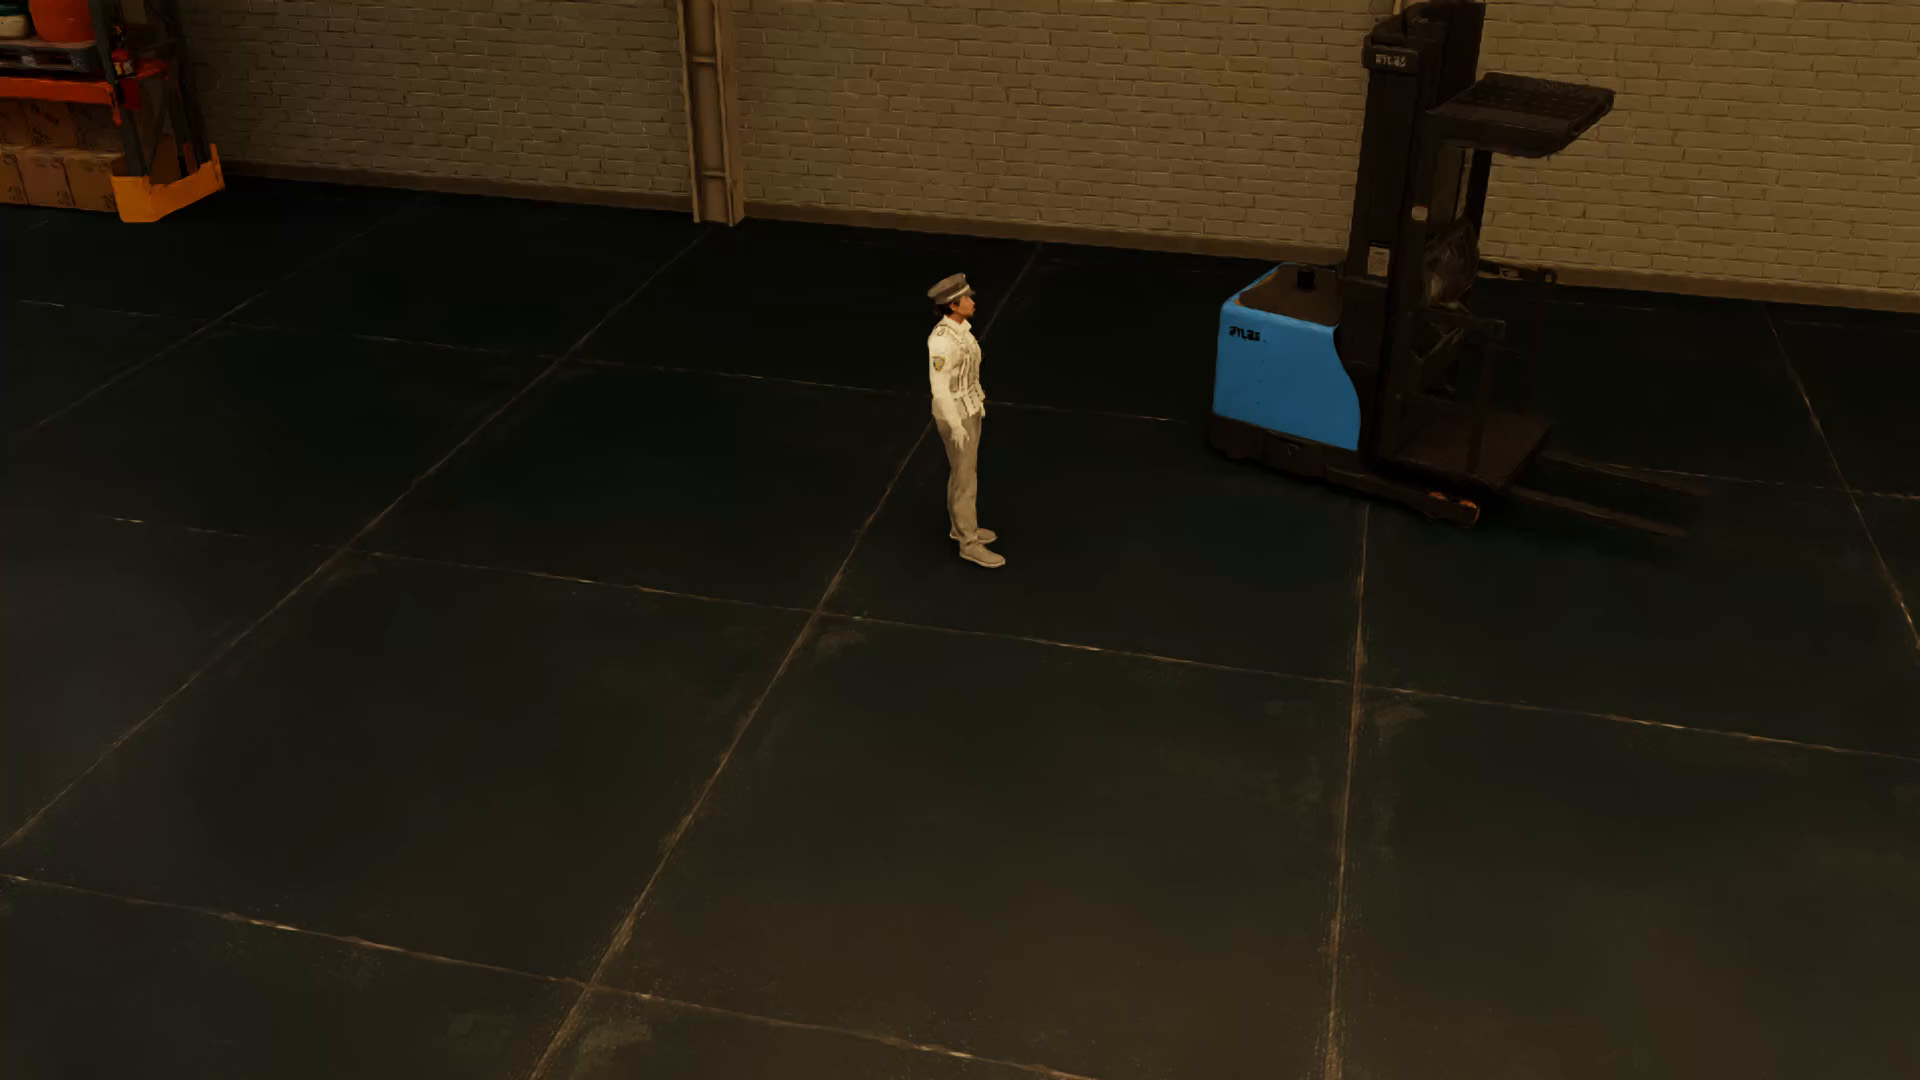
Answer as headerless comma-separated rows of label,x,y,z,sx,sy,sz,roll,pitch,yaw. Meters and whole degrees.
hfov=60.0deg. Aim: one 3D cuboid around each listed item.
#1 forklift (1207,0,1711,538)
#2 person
forklift,3.166,-1.649,10.081,3.031,2.935,1.130,18,34,29
person,0.064,-0.732,9.702,0.533,1.695,0.586,7,30,12
